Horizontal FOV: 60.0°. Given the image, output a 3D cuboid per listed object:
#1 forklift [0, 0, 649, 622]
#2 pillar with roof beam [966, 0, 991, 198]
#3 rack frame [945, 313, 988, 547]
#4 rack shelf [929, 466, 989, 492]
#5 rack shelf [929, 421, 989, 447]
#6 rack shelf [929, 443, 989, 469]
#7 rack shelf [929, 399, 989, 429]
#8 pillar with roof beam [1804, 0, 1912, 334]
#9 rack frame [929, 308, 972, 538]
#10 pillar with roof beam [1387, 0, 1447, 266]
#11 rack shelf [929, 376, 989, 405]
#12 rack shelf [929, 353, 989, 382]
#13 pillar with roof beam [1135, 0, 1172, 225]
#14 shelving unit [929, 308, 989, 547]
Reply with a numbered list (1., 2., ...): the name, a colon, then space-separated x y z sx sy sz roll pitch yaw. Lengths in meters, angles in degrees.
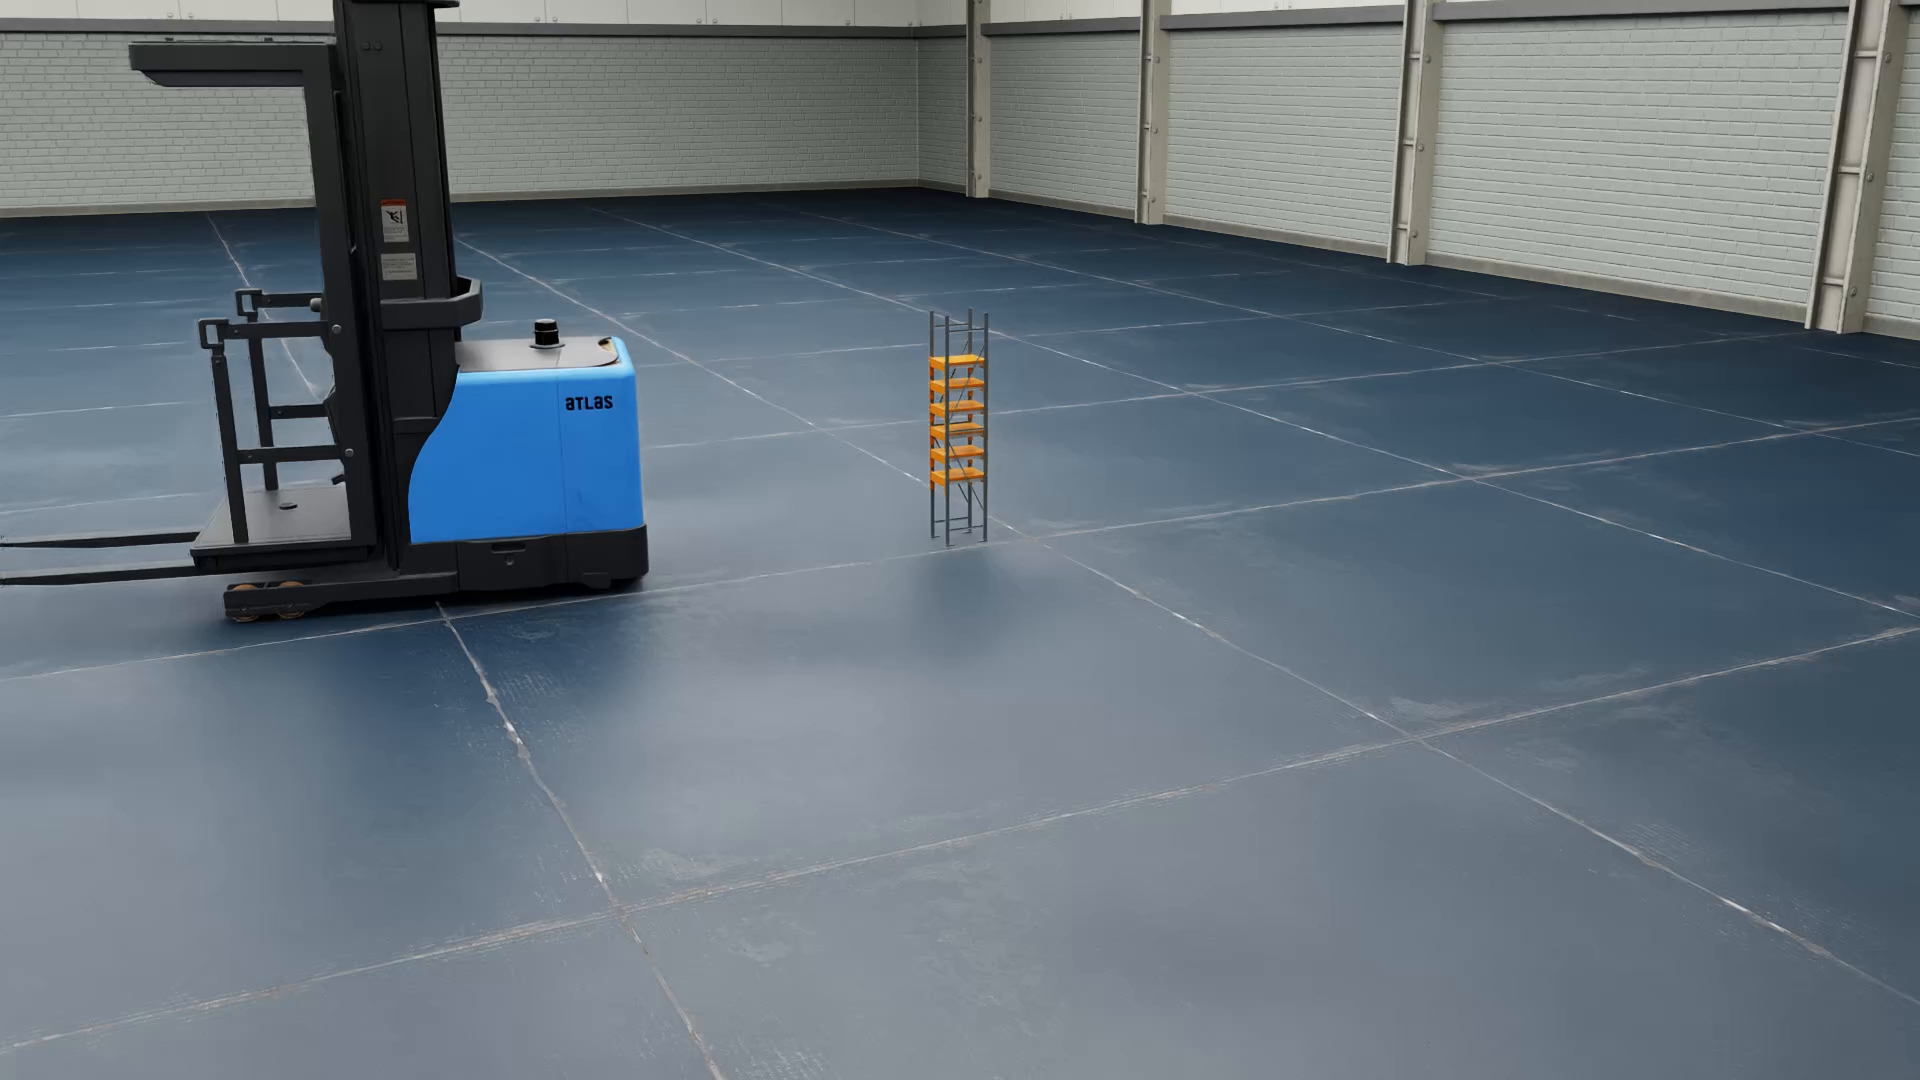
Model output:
1. forklift: -3.065 -1.201 7.624 3.031 2.935 1.130 -4 16 -14
2. pillar with roof beam: -3.534 -10.248 28.148 9.100 9.000 0.400 -8 18 -25
3. rack frame: 0.034 -0.558 8.519 0.240 1.200 0.006 -8 18 -25
4. rack shelf: -0.006 -0.307 8.676 0.258 0.103 0.180 -8 18 -25
5. rack shelf: -0.006 -0.538 8.610 0.258 0.103 0.180 -8 18 -25
6. rack shelf: -0.006 -0.422 8.643 0.258 0.103 0.180 -8 18 -25
7. rack shelf: -0.006 -0.653 8.577 0.258 0.103 0.180 -8 18 -25
8. pillar with roof beam: 4.352 -5.785 12.595 9.100 9.000 0.400 -8 18 -25
9. rack frame: -0.046 -0.603 8.677 0.240 1.200 0.006 -8 18 -25
10. pillar with roof beam: 1.723 -7.273 17.780 9.100 9.000 0.400 -8 18 -25
11. rack shelf: -0.006 -0.768 8.544 0.258 0.103 0.180 -8 18 -25
12. rack shelf: -0.006 -0.884 8.511 0.258 0.103 0.180 -8 18 -25
13. pillar with roof beam: -0.905 -8.760 22.964 9.100 9.000 0.400 -8 18 -25
14. shelving unit: -0.006 -0.580 8.598 0.258 1.200 0.189 -8 18 -25
